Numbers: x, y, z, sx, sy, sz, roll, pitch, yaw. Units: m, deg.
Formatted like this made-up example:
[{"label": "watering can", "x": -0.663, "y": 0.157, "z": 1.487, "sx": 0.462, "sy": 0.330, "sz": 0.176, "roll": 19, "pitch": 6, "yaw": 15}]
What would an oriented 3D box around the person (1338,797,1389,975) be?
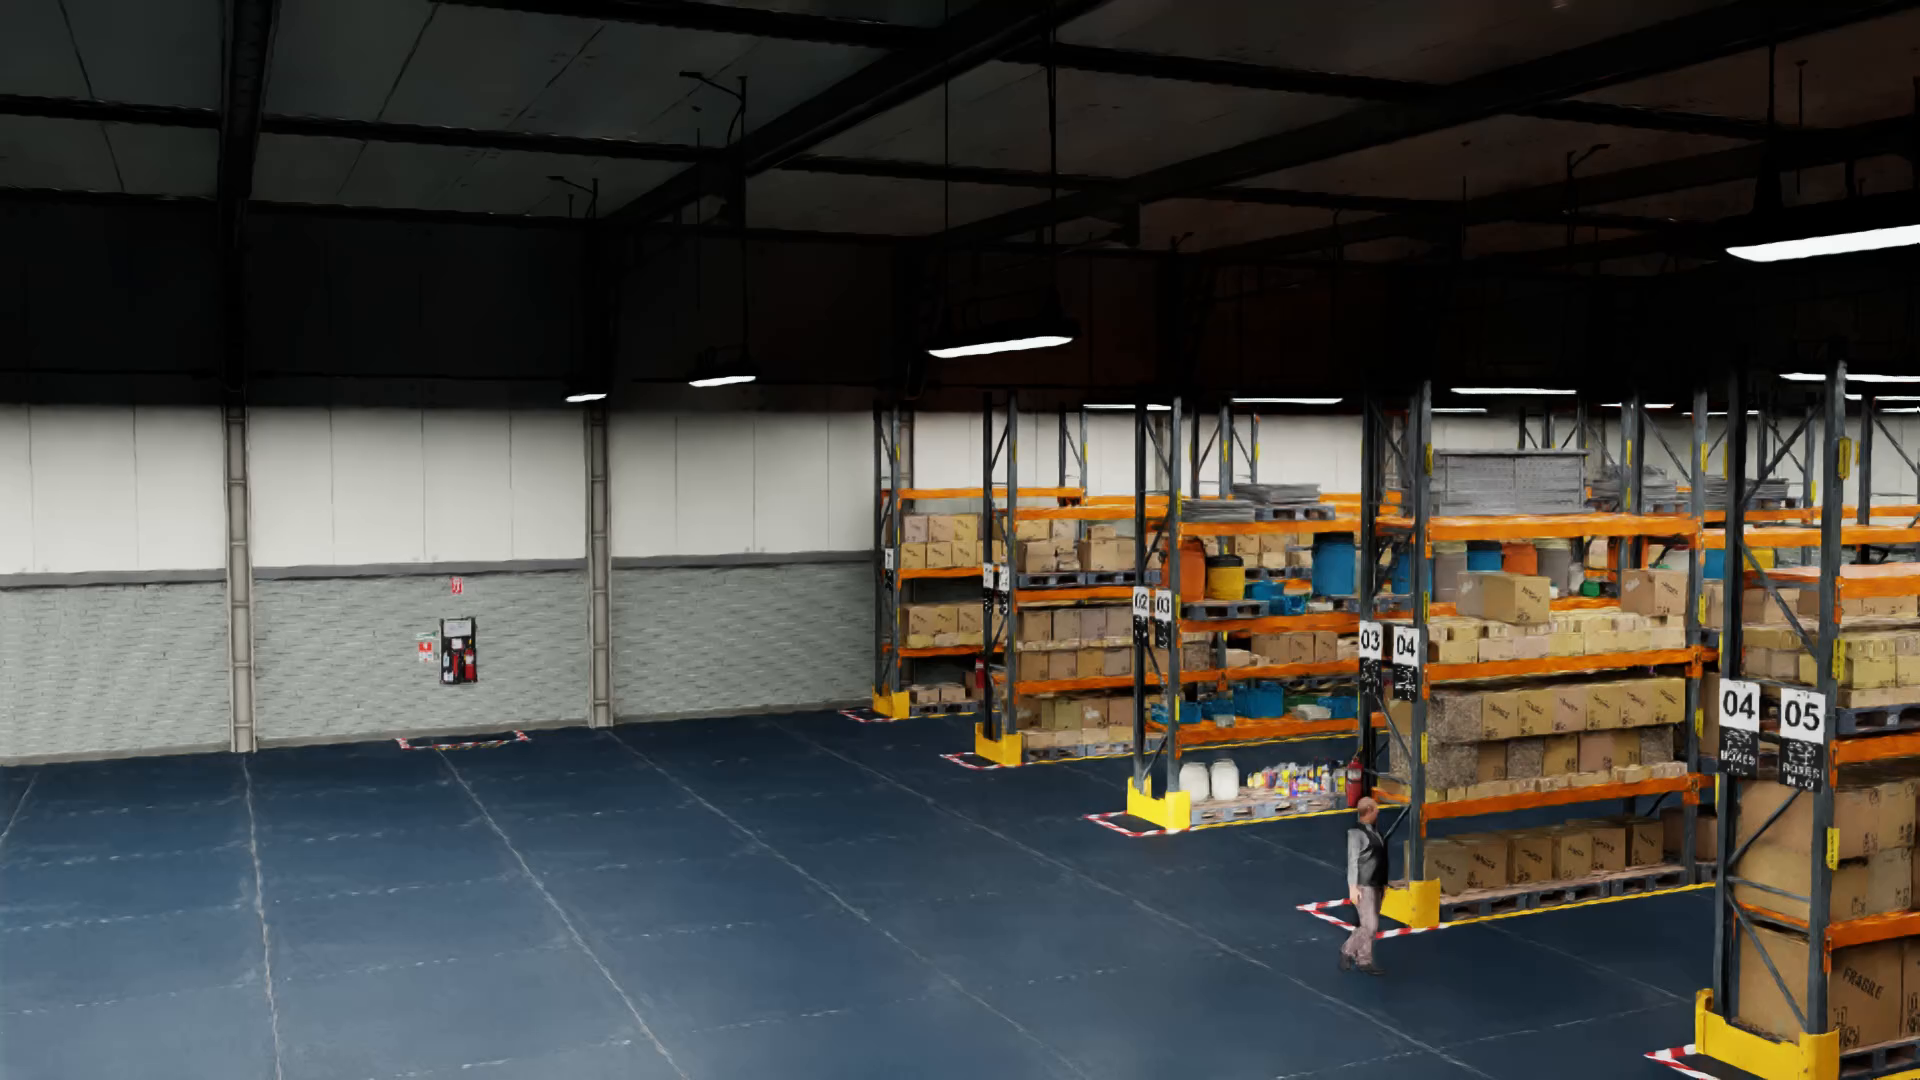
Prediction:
[{"label": "person", "x": 3.935, "y": 3.361, "z": 16.170, "sx": 0.444, "sy": 1.719, "sz": 0.569, "roll": 3, "pitch": 4, "yaw": 38}]
